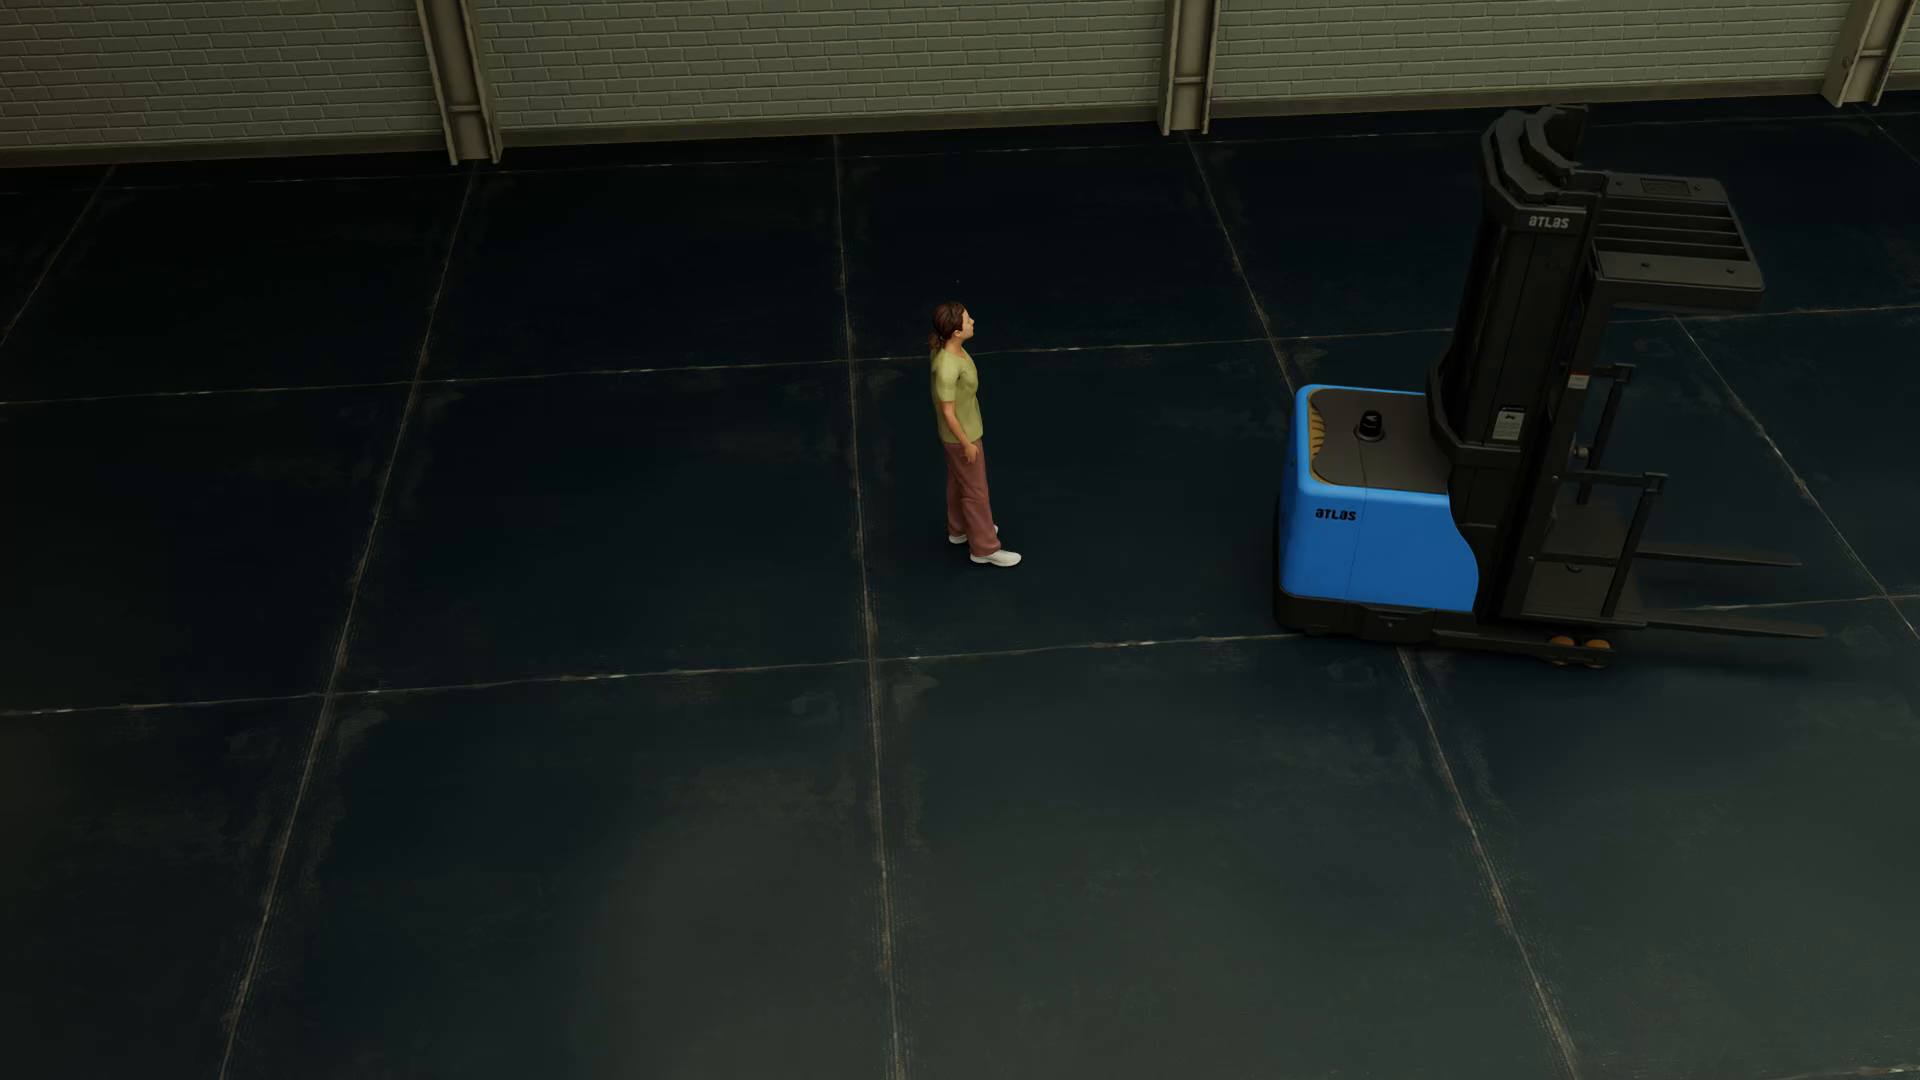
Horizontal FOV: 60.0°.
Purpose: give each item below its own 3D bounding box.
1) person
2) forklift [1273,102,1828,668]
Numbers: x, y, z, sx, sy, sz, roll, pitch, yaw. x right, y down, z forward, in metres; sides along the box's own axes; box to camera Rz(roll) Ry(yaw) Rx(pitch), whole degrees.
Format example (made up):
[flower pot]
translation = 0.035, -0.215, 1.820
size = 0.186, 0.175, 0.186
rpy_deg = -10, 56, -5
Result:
[person]
translation = 0.075, -0.639, 9.639
size = 0.548, 1.673, 0.553
rpy_deg = -3, 41, -4
[forklift]
translation = 3.365, -0.764, 8.831
size = 3.031, 2.935, 1.130
rpy_deg = 5, 41, 6
